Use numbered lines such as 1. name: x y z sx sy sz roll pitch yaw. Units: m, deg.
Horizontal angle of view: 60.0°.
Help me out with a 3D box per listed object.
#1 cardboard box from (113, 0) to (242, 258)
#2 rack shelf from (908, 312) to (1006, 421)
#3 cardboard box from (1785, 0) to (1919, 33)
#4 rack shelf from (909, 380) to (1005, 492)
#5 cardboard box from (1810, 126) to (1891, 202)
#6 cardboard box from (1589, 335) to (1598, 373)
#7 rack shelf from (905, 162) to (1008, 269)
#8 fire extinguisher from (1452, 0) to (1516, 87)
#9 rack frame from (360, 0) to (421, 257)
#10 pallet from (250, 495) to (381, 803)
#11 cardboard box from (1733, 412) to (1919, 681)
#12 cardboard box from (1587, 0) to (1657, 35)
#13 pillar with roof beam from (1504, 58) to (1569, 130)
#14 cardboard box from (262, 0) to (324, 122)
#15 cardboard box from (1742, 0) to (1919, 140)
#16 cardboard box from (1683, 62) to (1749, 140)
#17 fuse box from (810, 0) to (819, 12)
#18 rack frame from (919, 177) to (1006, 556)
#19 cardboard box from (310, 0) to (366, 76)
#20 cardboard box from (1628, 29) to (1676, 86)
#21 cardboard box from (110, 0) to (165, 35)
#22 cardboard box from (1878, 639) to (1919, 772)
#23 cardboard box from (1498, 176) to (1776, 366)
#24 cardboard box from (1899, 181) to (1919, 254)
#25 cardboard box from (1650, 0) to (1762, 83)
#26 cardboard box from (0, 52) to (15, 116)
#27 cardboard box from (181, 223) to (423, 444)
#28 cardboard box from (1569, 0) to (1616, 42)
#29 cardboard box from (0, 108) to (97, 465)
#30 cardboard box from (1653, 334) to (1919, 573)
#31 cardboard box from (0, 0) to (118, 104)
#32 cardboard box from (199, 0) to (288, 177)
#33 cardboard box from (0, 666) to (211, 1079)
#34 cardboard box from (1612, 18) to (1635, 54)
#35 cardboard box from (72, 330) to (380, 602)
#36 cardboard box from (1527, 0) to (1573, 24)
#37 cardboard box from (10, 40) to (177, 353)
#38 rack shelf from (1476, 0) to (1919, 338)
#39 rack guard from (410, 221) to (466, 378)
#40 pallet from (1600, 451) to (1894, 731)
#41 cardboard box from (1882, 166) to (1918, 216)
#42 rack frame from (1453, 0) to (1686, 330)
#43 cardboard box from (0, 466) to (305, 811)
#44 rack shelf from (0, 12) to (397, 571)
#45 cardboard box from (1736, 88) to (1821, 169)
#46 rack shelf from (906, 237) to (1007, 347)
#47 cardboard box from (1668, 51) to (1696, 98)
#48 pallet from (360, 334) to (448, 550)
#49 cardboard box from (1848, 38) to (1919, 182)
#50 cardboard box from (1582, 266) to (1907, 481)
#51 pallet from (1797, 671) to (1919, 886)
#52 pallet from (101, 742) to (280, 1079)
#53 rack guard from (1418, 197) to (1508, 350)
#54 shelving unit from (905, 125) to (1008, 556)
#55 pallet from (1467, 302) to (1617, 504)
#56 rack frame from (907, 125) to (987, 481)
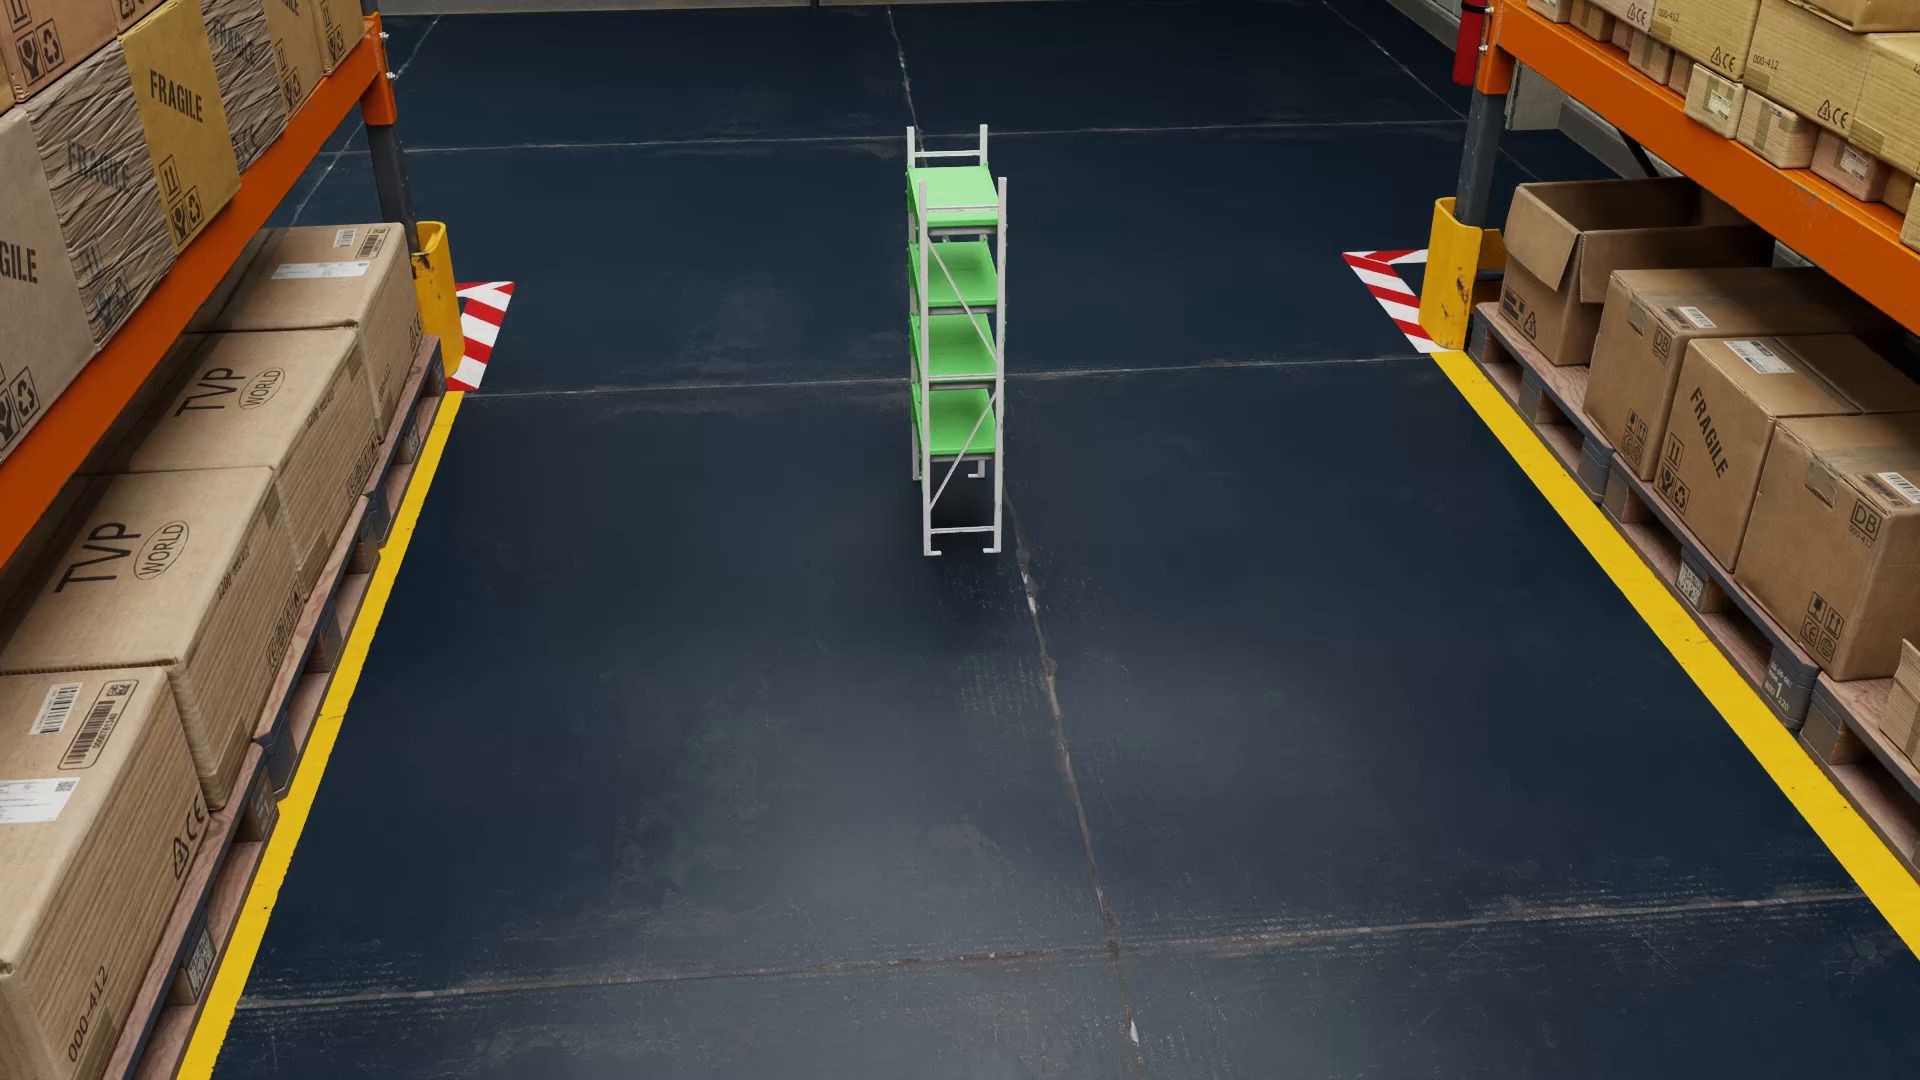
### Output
1. cardboard box: -2.044 -0.966 3.845 0.500 0.500 0.500 -2 31 -3
2. rack shelf: -0.015 -0.545 5.117 0.258 0.148 0.480 -3 31 -5
3. cardboard box: 2.352 -1.554 4.051 0.500 0.500 0.500 -2 31 -3
4. rack shelf: -0.015 -0.339 5.240 0.258 0.148 0.480 -3 31 -5
5. cardboard box: 2.404 -0.968 4.191 0.380 0.149 0.250 -3 31 -5
6. cardboard box: 2.402 -0.600 5.699 0.380 0.149 0.250 -4 31 -7
7. rack shelf: -0.016 -0.957 4.870 0.258 0.148 0.480 -3 31 -5
8. fire extinguisher: 1.964 -2.039 6.177 0.296 0.674 0.183 -3 31 -5
9. rack frame: -2.504 -1.939 5.571 1.000 3.000 0.127 -3 31 -5
10. pallet: -2.240 0.284 4.569 1.003 0.211 1.213 -3 31 -5
11. cardboard box: 2.539 -0.001 4.354 0.700 0.500 0.500 -4 31 -6
12. cardboard box: 2.259 -1.740 5.095 0.500 0.250 0.500 -2 31 -4
13. pillar with roof beam: -1.203 -5.968 6.466 9.100 9.000 0.400 -3 31 -5
14. cardboard box: -2.163 -1.492 4.724 0.500 0.500 0.500 -3 31 -6
15. cardboard box: 2.379 -1.222 4.226 0.500 0.250 0.500 -4 31 -6
16. cardboard box: 2.266 -1.230 4.629 0.380 0.149 0.250 -4 31 -6
17. fuse box: -0.949 -4.290 10.763 0.539 1.711 0.414 -3 31 -5
18. rack frame: 0.007 -0.475 4.875 0.240 1.200 0.015 -3 31 -5
19. cardboard box: -2.195 -1.748 5.155 0.500 0.500 0.500 -3 31 -4
20. cardboard box: 2.287 -1.498 5.078 0.380 0.149 0.250 -2 31 -3
21. cardboard box: -2.056 -1.402 3.599 0.500 0.500 0.500 -3 31 -5
22. cardboard box: 2.434 0.404 3.905 0.396 0.266 0.258 -2 31 -3
23. cardboard box: 2.401 -0.971 5.975 0.797 0.503 0.637 -4 31 -7
24. cardboard box: 2.387 -0.707 3.754 0.380 0.149 0.250 -3 31 -5
25. cardboard box: 2.310 -1.482 4.662 0.500 0.250 0.500 -3 31 -6
26. cardboard box: -1.974 -0.882 2.729 0.500 0.500 0.500 -3 31 -5
27. cardboard box: -2.343 -0.687 5.565 0.875 0.438 0.875 -4 31 -6
28. cardboard box: 2.265 -1.762 5.520 0.380 0.149 0.250 -2 31 -3
29. cardboard box: -1.956 -0.449 2.979 0.500 0.500 0.500 -3 31 -4
30. cardboard box: 2.392 -0.256 4.782 0.500 0.500 0.500 -2 31 -4
31. cardboard box: -2.011 -1.144 3.168 0.500 0.500 0.500 -2 31 -4
32. cardboard box: -2.106 -1.229 4.286 0.500 0.500 0.500 -2 31 -3
33. cardboard box: -2.082 0.697 3.247 0.875 0.438 0.875 -3 31 -5
34. cardboard box: 2.324 -1.630 5.299 0.380 0.149 0.250 -3 31 -5
35. cardboard box: -2.249 -0.220 4.783 0.875 0.438 0.875 -2 31 -3
36. cardboard box: 2.195 -1.890 5.734 0.380 0.149 0.250 -3 31 -5
37. cardboard box: -1.996 -0.703 3.405 0.500 0.500 0.500 -3 31 -4
38. rack shelf: 2.625 -0.849 4.448 1.077 0.370 4.000 -3 31 -5
39. rack guard: -2.506 -0.878 6.233 1.175 0.500 0.348 -3 31 -5
40. pallet: 2.631 0.086 4.901 1.003 0.211 1.213 -3 31 -5
41. cardboard box: 2.474 -0.844 3.983 0.380 0.149 0.250 -2 31 -4
42. rack frame: 2.438 -2.179 5.973 1.000 3.000 0.127 -3 31 -5
43. cardboard box: -2.166 0.240 4.012 0.875 0.438 0.875 -4 31 -6
44. rack shelf: -2.317 -0.609 4.046 1.077 0.370 4.000 -3 31 -5
45. cardboard box: 2.311 -1.096 4.406 0.380 0.149 0.250 -2 31 -3
46. rack shelf: -0.016 -0.751 4.994 0.258 0.148 0.480 -3 31 -5
47. cardboard box: 2.317 -1.363 4.851 0.380 0.149 0.250 -2 31 -4
48. pallet: -2.351 -0.337 5.609 1.003 0.211 1.213 -3 31 -5
49. cardboard box: 2.426 -0.959 3.786 0.500 0.250 0.500 -3 31 -5
50. cardboard box: 2.442 -0.531 5.242 0.700 0.500 0.500 -2 31 -3
51. pallet: 2.748 0.710 3.856 1.003 0.211 1.213 -3 31 -5
52. pallet: -2.123 0.908 3.524 1.003 0.211 1.213 -3 31 -5
53. rack guard: 2.445 -1.067 6.549 1.175 0.500 0.348 -3 31 -5
54. shelving unit: -0.015 -0.600 5.084 0.258 1.200 0.503 -3 31 -5
55. pallet: 2.520 -0.536 5.941 1.003 0.211 1.213 -3 31 -5
56. rack frame: -0.038 -0.724 5.292 0.240 1.200 0.015 -3 31 -5
